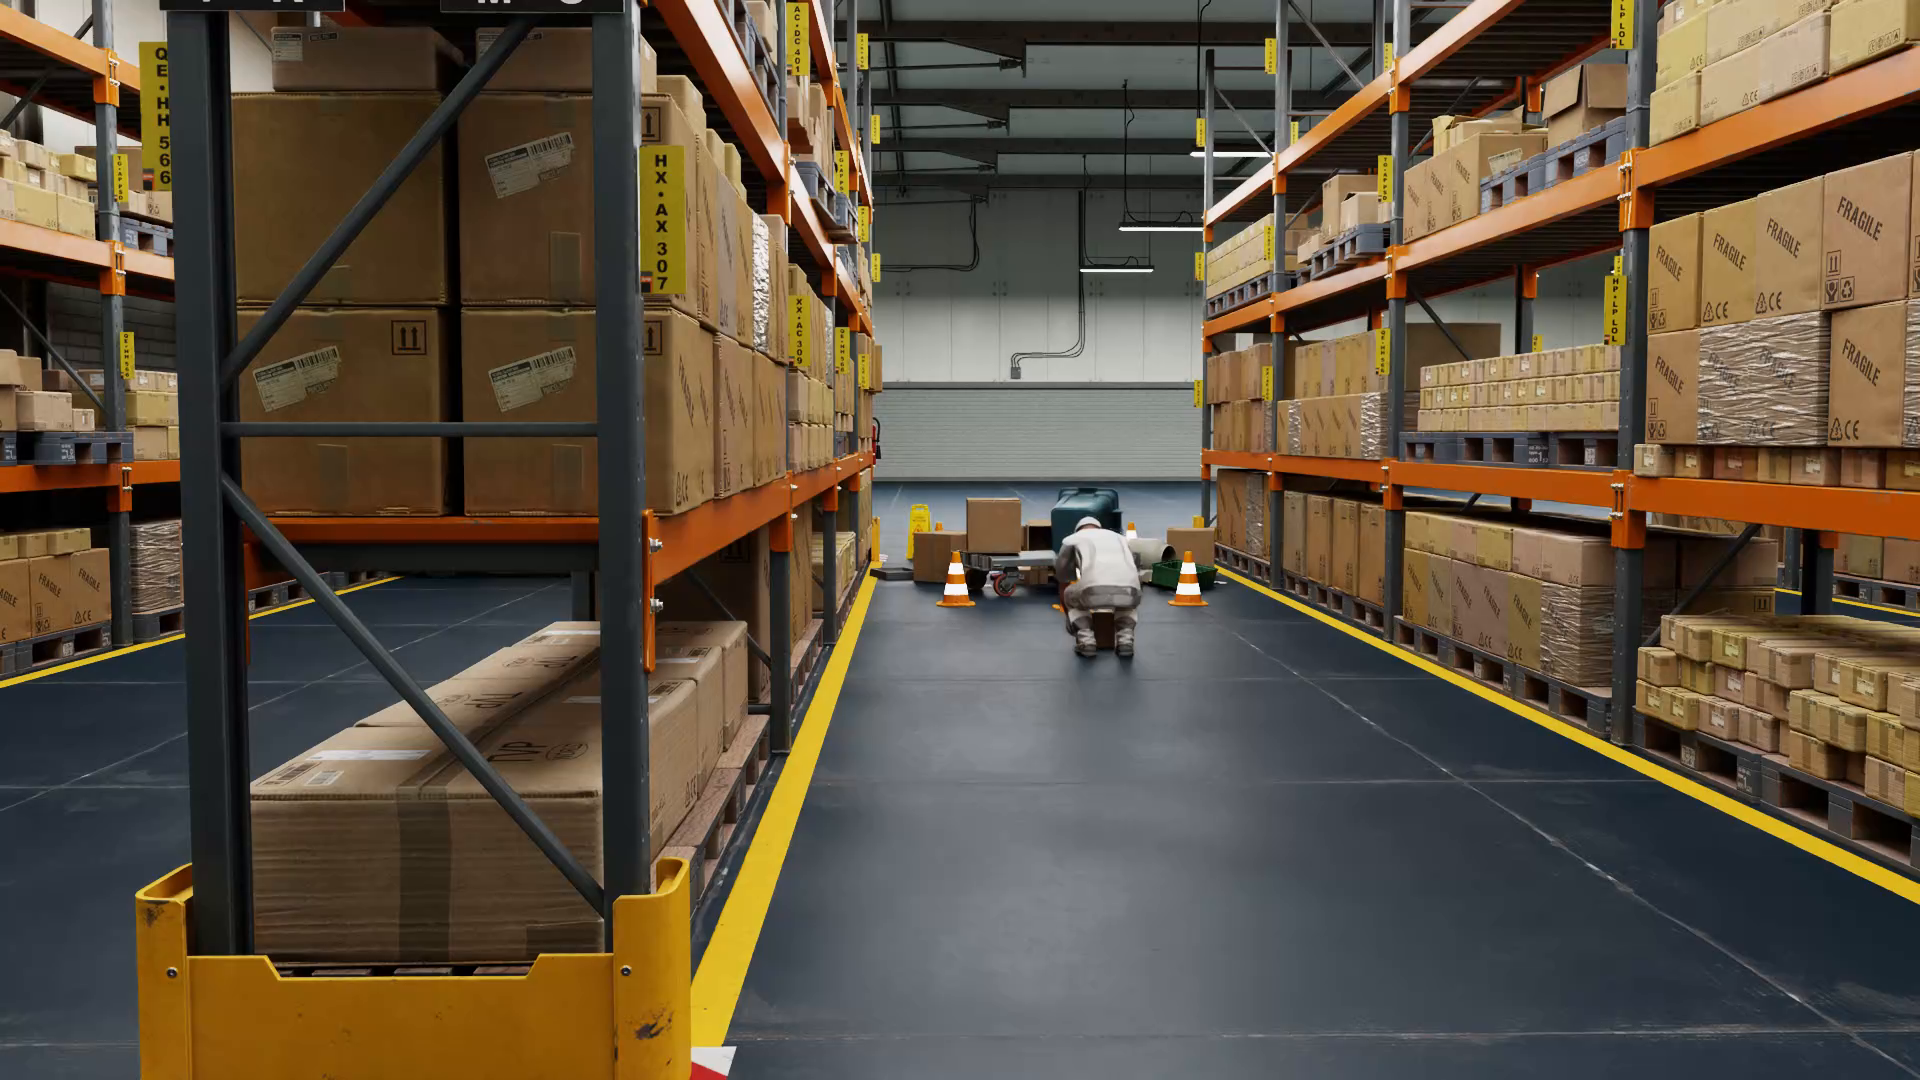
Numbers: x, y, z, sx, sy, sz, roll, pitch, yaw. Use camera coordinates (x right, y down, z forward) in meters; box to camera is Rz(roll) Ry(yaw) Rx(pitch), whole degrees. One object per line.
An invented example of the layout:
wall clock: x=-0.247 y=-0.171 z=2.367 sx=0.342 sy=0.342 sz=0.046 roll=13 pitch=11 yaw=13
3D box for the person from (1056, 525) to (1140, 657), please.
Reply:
person: x=13.203 y=-0.207 z=19.789 sx=25.488 sy=0.886 sz=17.059 roll=0 pitch=4 yaw=-1
